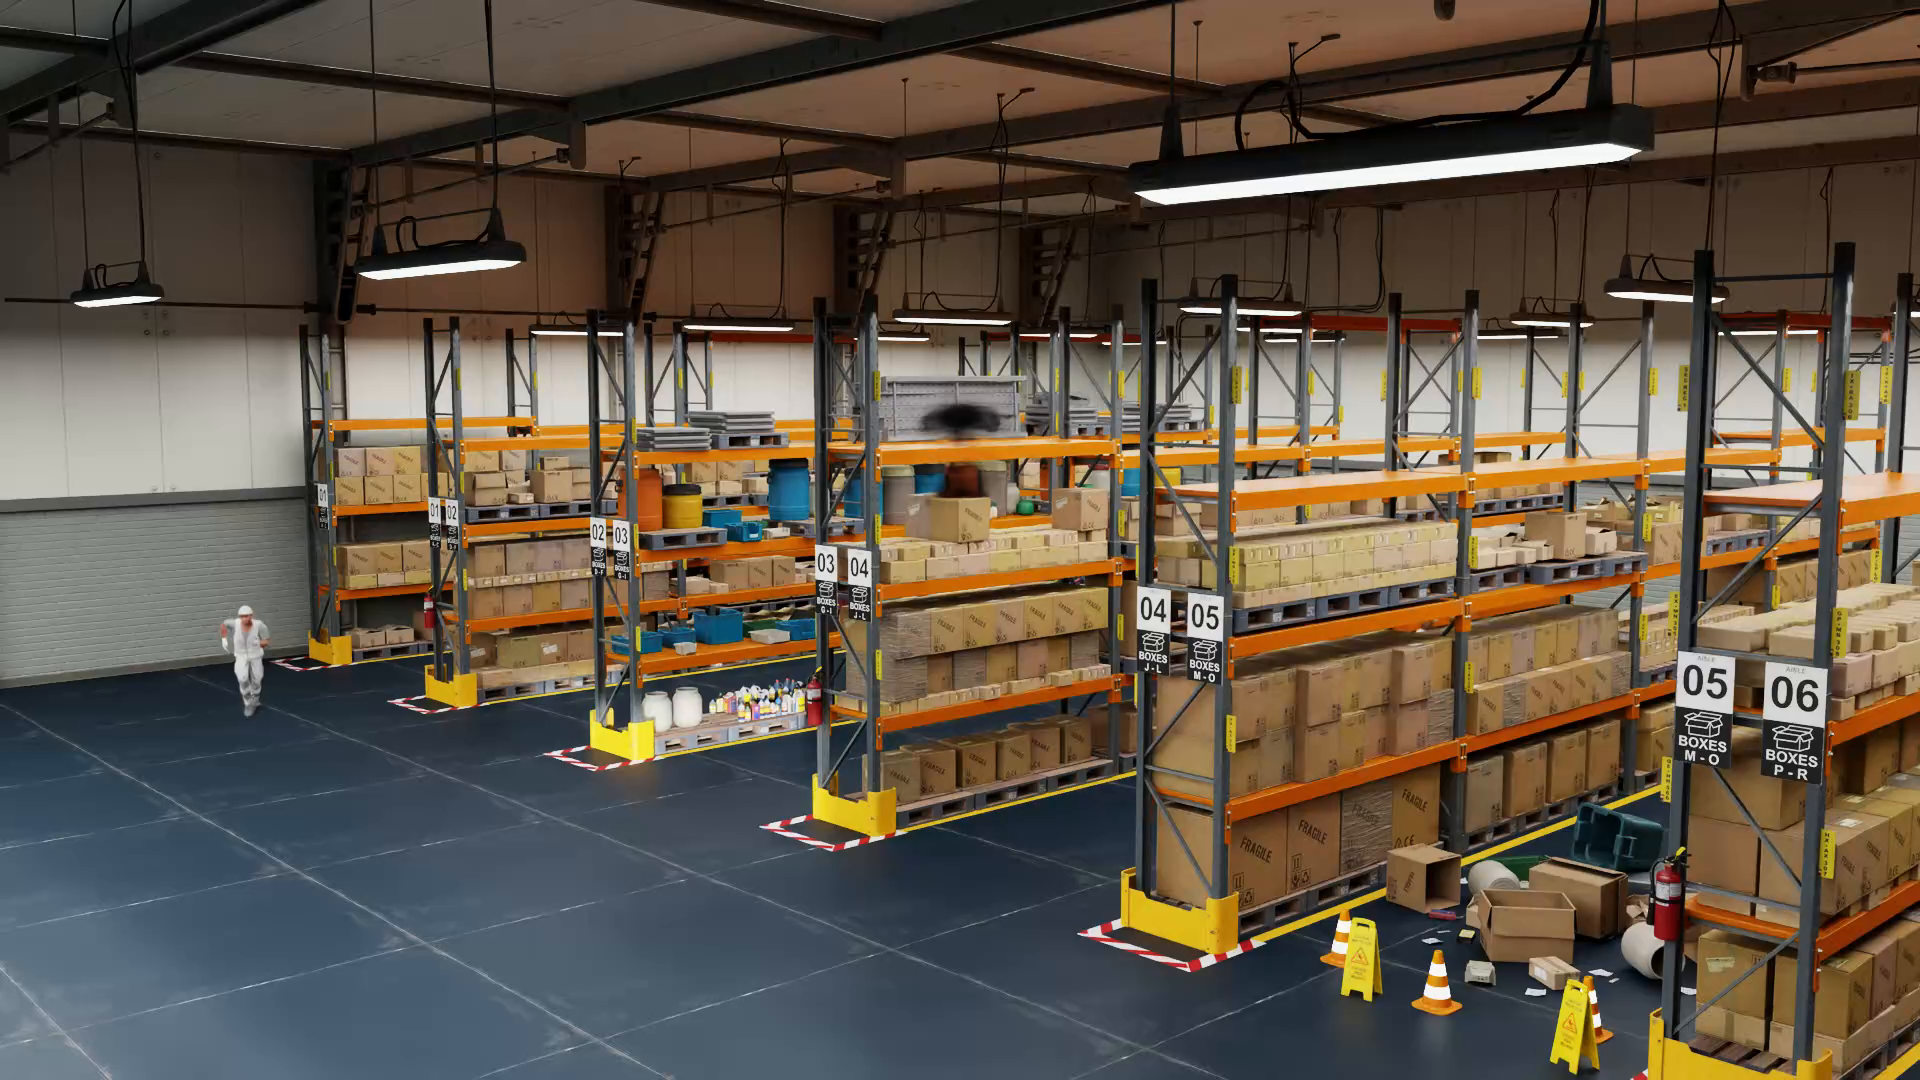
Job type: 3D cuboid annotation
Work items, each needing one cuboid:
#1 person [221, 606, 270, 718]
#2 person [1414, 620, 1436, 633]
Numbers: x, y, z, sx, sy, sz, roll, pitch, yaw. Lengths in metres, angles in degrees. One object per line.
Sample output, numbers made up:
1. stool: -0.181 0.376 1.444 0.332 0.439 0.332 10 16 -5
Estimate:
1. person: -10.719 1.799 24.993 0.702 1.705 0.993 -2 6 -17
2. person: 6.659 1.887 23.891 0.675 1.724 0.567 5 8 43
